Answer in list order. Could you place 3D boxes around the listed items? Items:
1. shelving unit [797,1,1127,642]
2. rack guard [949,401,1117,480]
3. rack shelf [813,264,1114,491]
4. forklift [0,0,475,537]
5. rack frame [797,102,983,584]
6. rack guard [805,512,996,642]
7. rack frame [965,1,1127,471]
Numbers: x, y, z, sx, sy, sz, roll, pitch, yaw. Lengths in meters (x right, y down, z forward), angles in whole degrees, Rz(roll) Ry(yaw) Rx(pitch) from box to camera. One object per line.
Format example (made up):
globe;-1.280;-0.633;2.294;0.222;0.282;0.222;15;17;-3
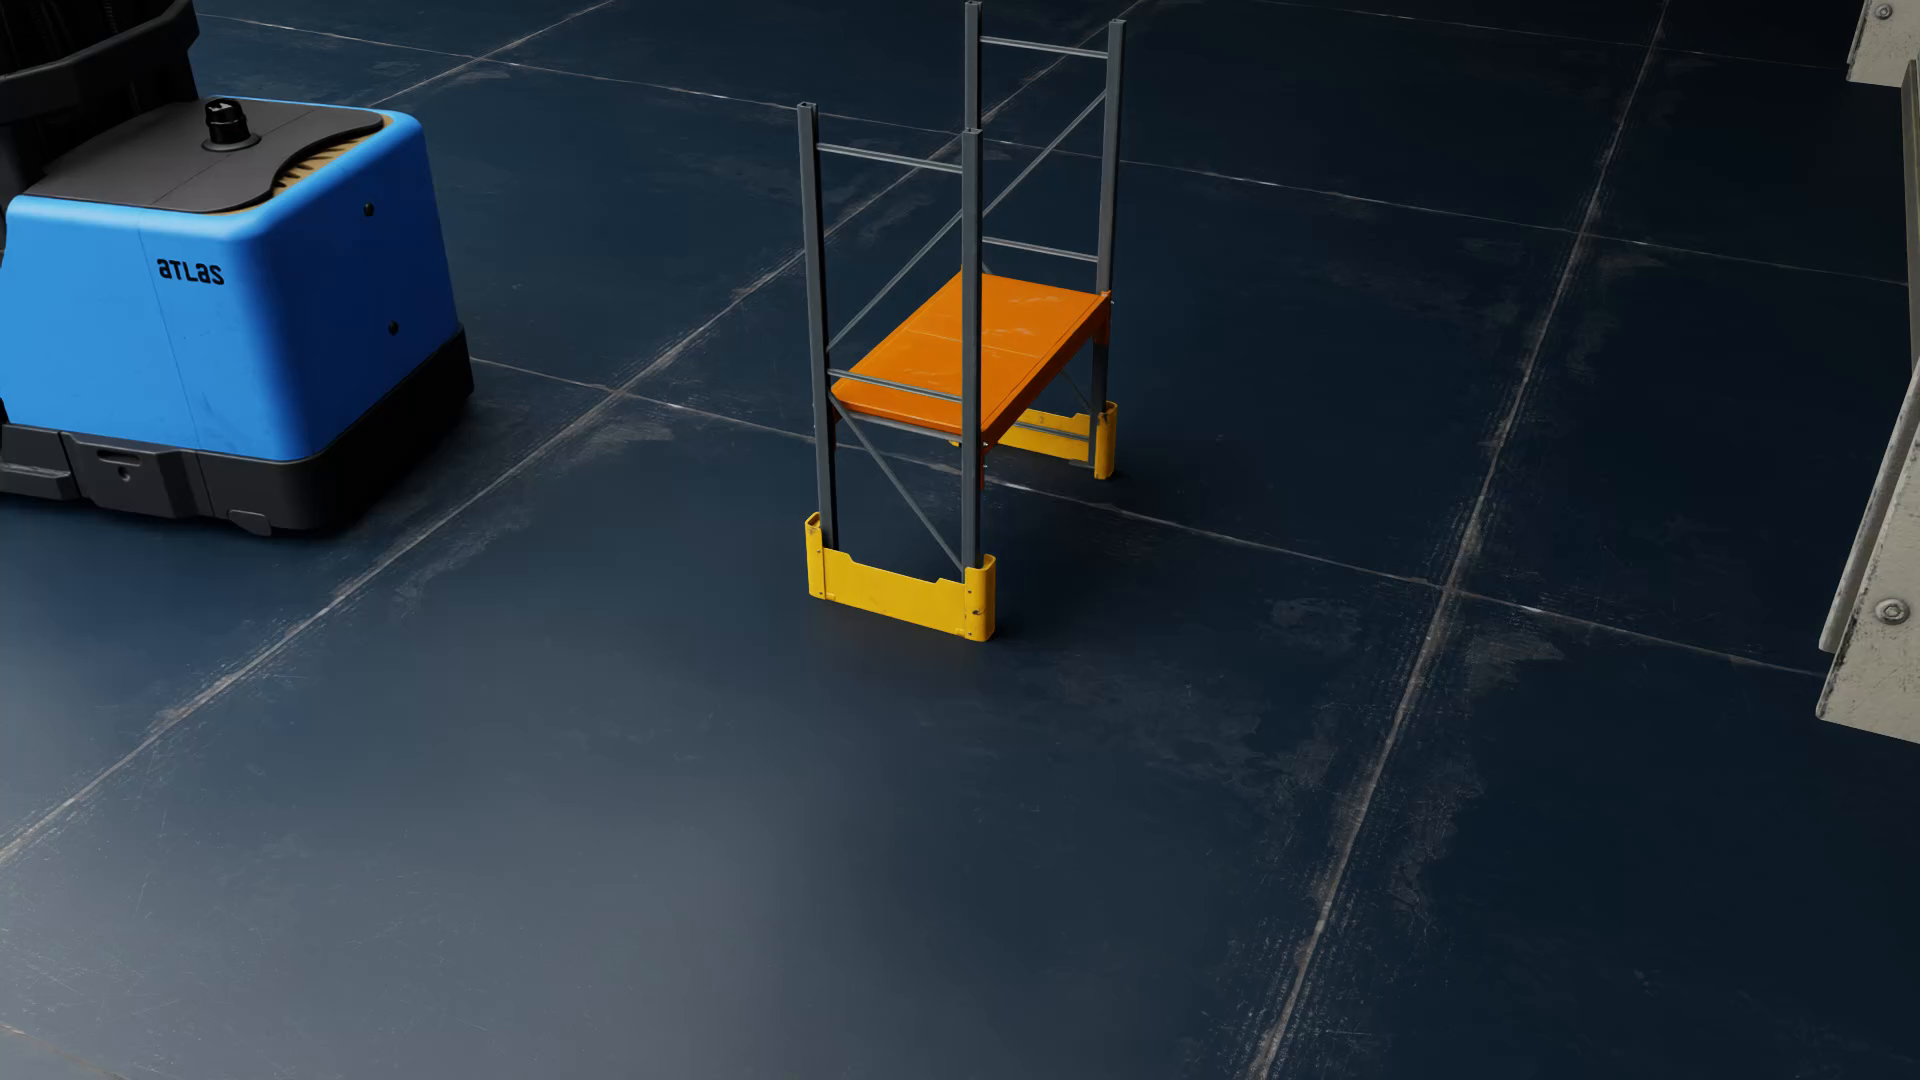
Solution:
shelving unit;0.032;-0.665;4.897;0.587;1.500;1.083;14;36;20
rack guard;0.240;-0.391;5.618;0.587;0.250;0.087;14;36;20
rack shelf;0.036;-0.519;5.002;0.538;0.185;1.000;14;36;20
forklift;-3.309;-1.668;5.121;3.031;2.935;1.130;8;34;12
rack frame;-0.177;-0.417;4.517;0.500;1.500;0.032;14;36;20
rack guard;-0.176;0.106;4.861;0.587;0.250;0.087;14;36;20
rack frame;0.248;-0.923;5.290;0.500;1.500;0.032;14;36;20
